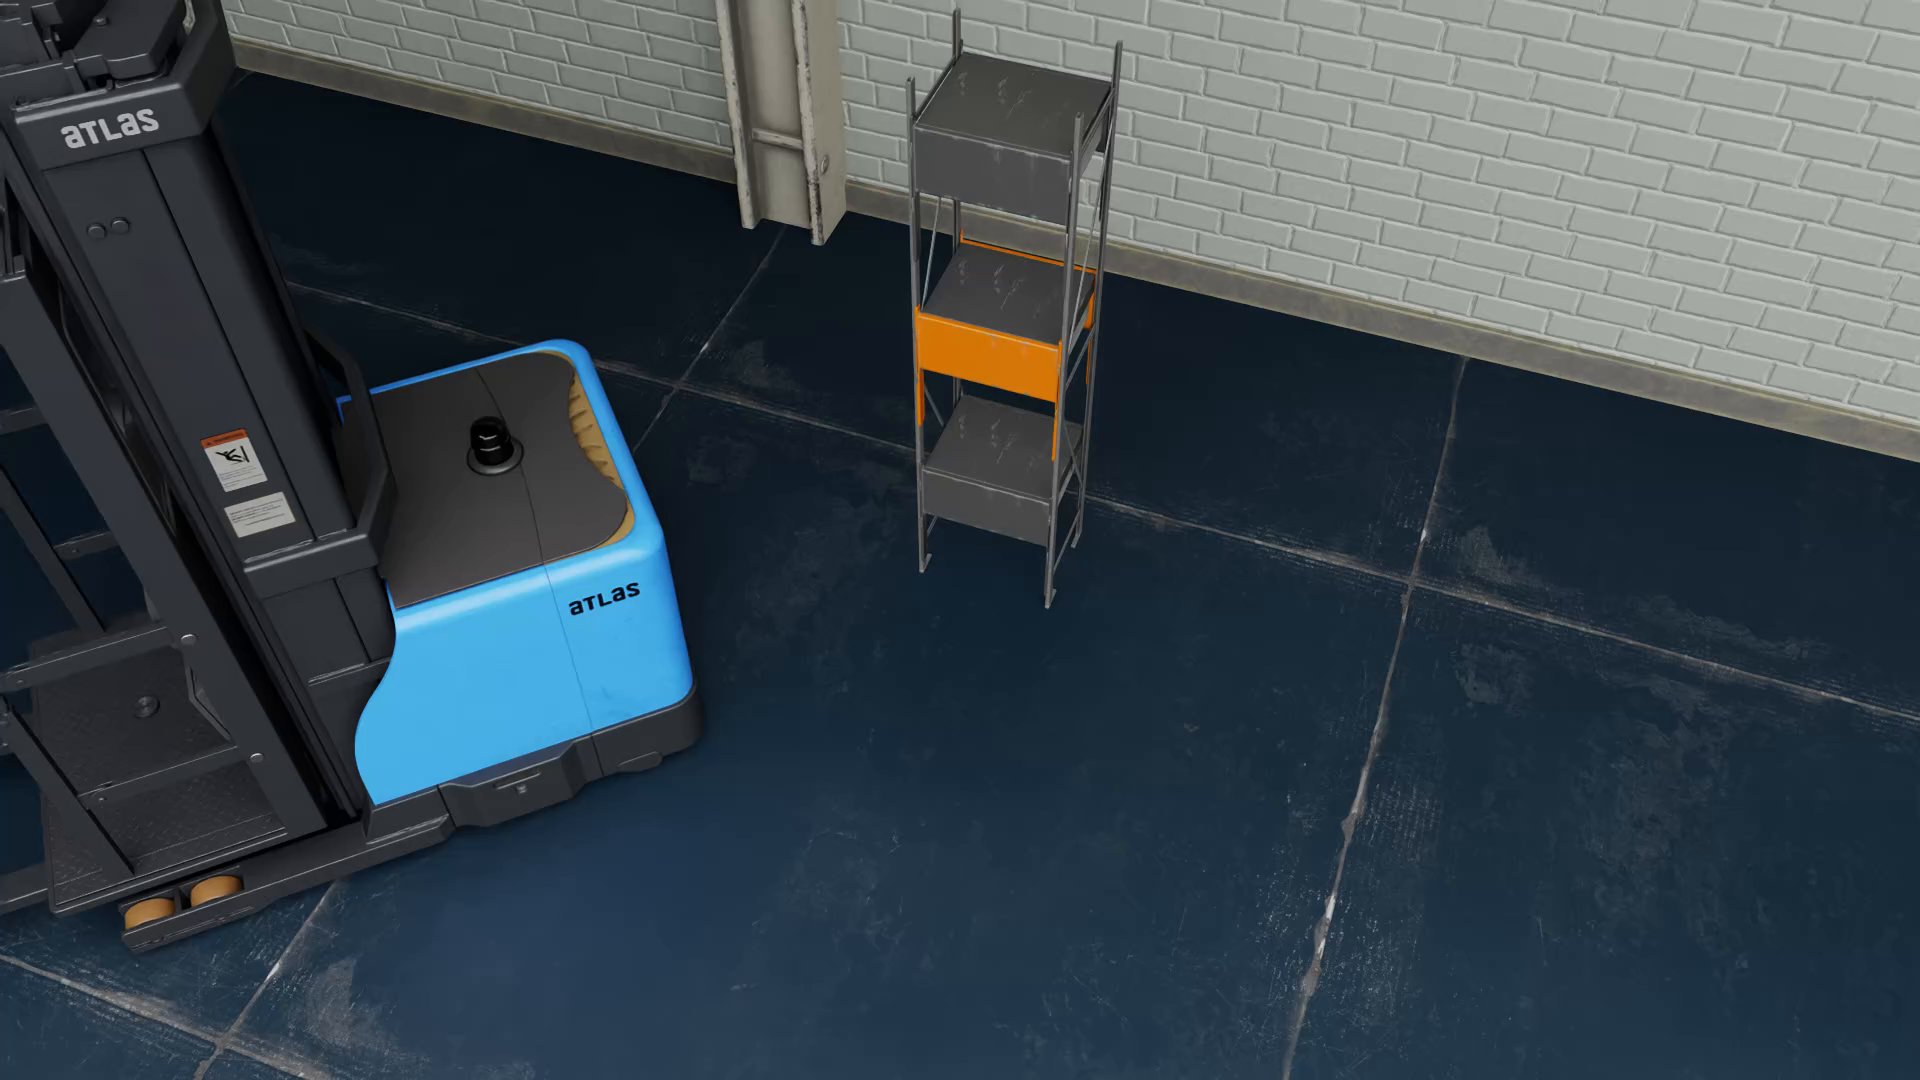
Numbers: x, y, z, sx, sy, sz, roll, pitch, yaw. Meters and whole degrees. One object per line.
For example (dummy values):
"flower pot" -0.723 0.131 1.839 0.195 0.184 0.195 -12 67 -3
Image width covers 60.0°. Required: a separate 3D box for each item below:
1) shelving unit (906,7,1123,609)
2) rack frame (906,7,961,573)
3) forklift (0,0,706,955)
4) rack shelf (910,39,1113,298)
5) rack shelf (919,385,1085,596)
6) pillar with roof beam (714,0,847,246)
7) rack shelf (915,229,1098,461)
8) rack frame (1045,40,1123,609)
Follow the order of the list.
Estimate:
"shelving unit" 0.155 -0.644 5.419 0.503 2.100 0.431 16 51 13
"rack frame" -0.074 -0.708 5.474 0.015 2.100 0.400 16 51 13
"forklift" -2.424 -0.156 4.445 3.031 2.935 1.130 -18 51 -15
"rack shelf" 0.155 -1.094 4.900 0.480 0.518 0.431 16 51 13
"rack shelf" 0.155 -0.177 5.958 0.480 0.518 0.431 16 51 13
"pillar with roof beam" -2.235 -1.361 1.475 0.400 9.000 9.100 16 51 13
"rack shelf" 0.155 -0.635 5.429 0.480 0.518 0.431 16 51 13
"rack frame" 0.384 -0.580 5.364 0.015 2.100 0.400 16 51 13
